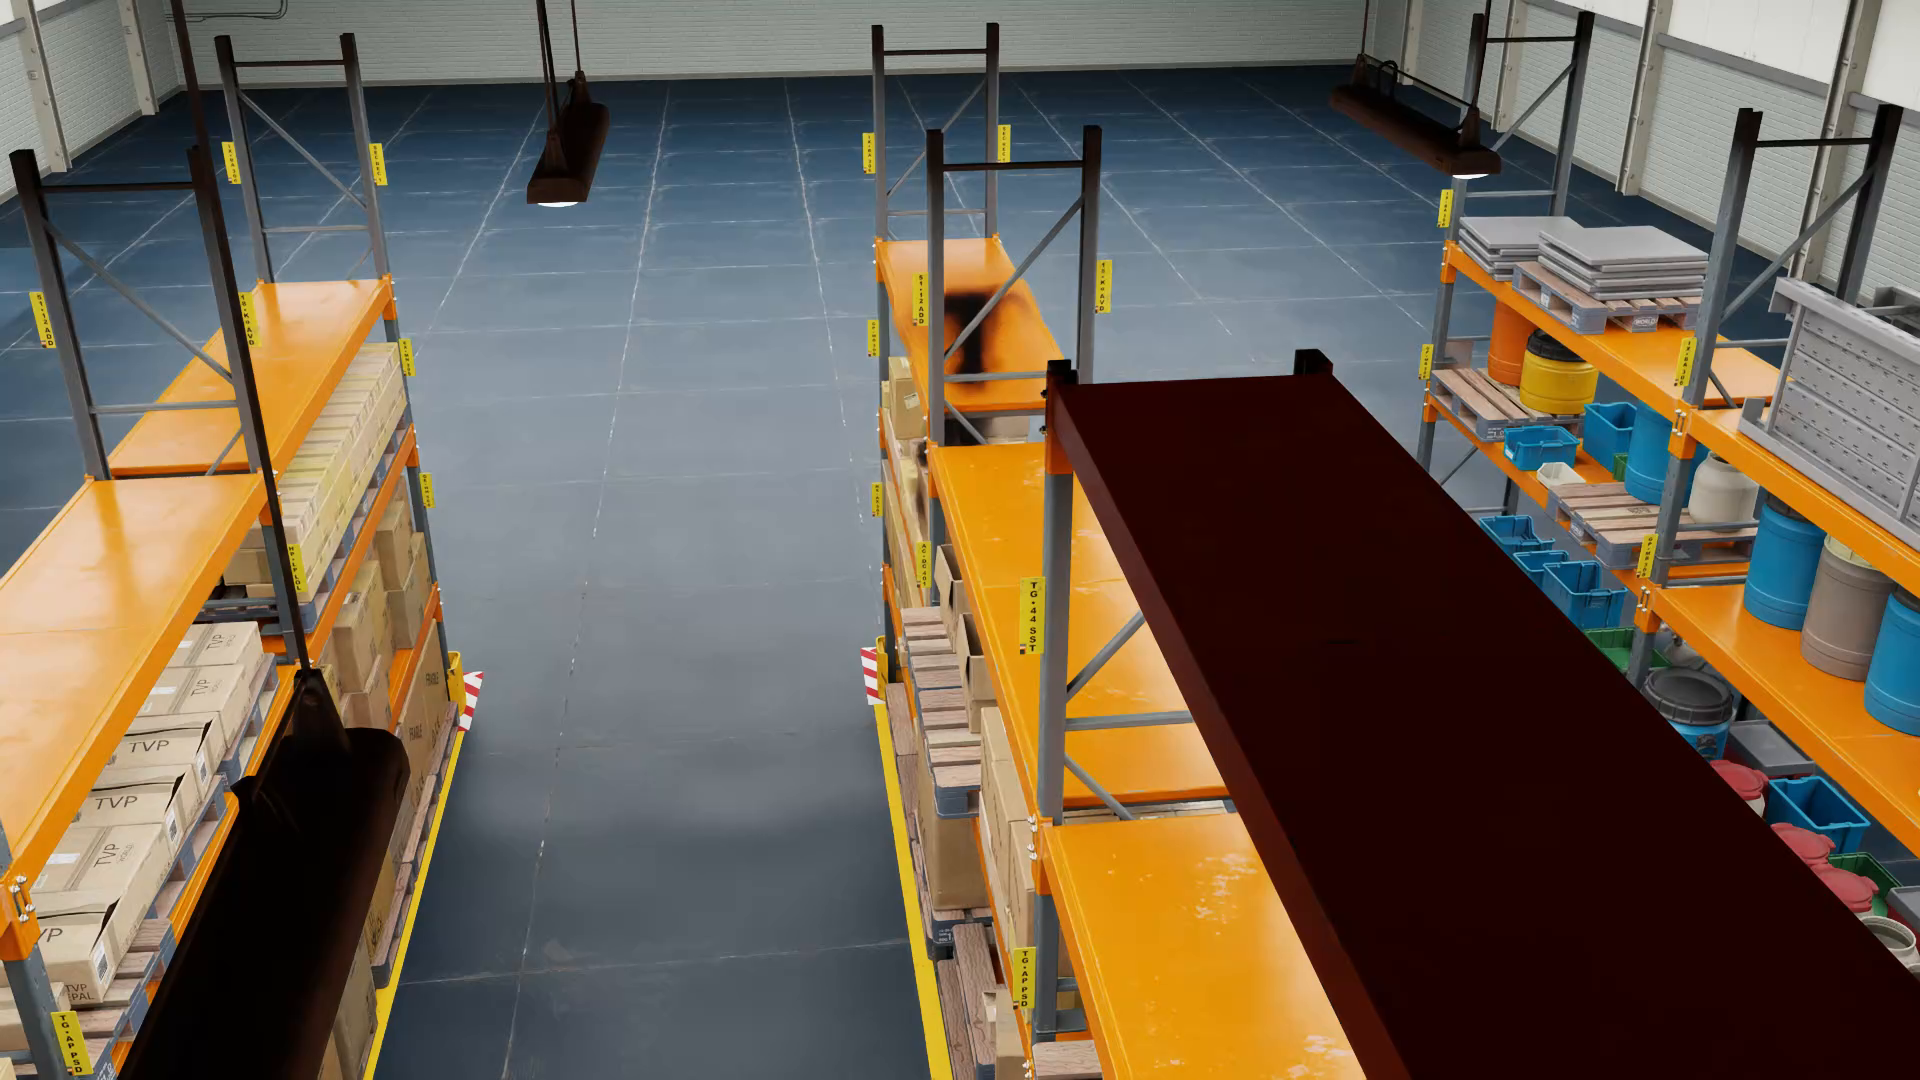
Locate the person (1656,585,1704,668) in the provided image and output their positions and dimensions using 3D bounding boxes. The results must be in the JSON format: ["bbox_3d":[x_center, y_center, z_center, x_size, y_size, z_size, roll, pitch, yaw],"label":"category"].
[{"bbox_3d":[6.504,0.924,14.879,0.639,1.483,0.826,-16,30,-30],"label":"person"}]
